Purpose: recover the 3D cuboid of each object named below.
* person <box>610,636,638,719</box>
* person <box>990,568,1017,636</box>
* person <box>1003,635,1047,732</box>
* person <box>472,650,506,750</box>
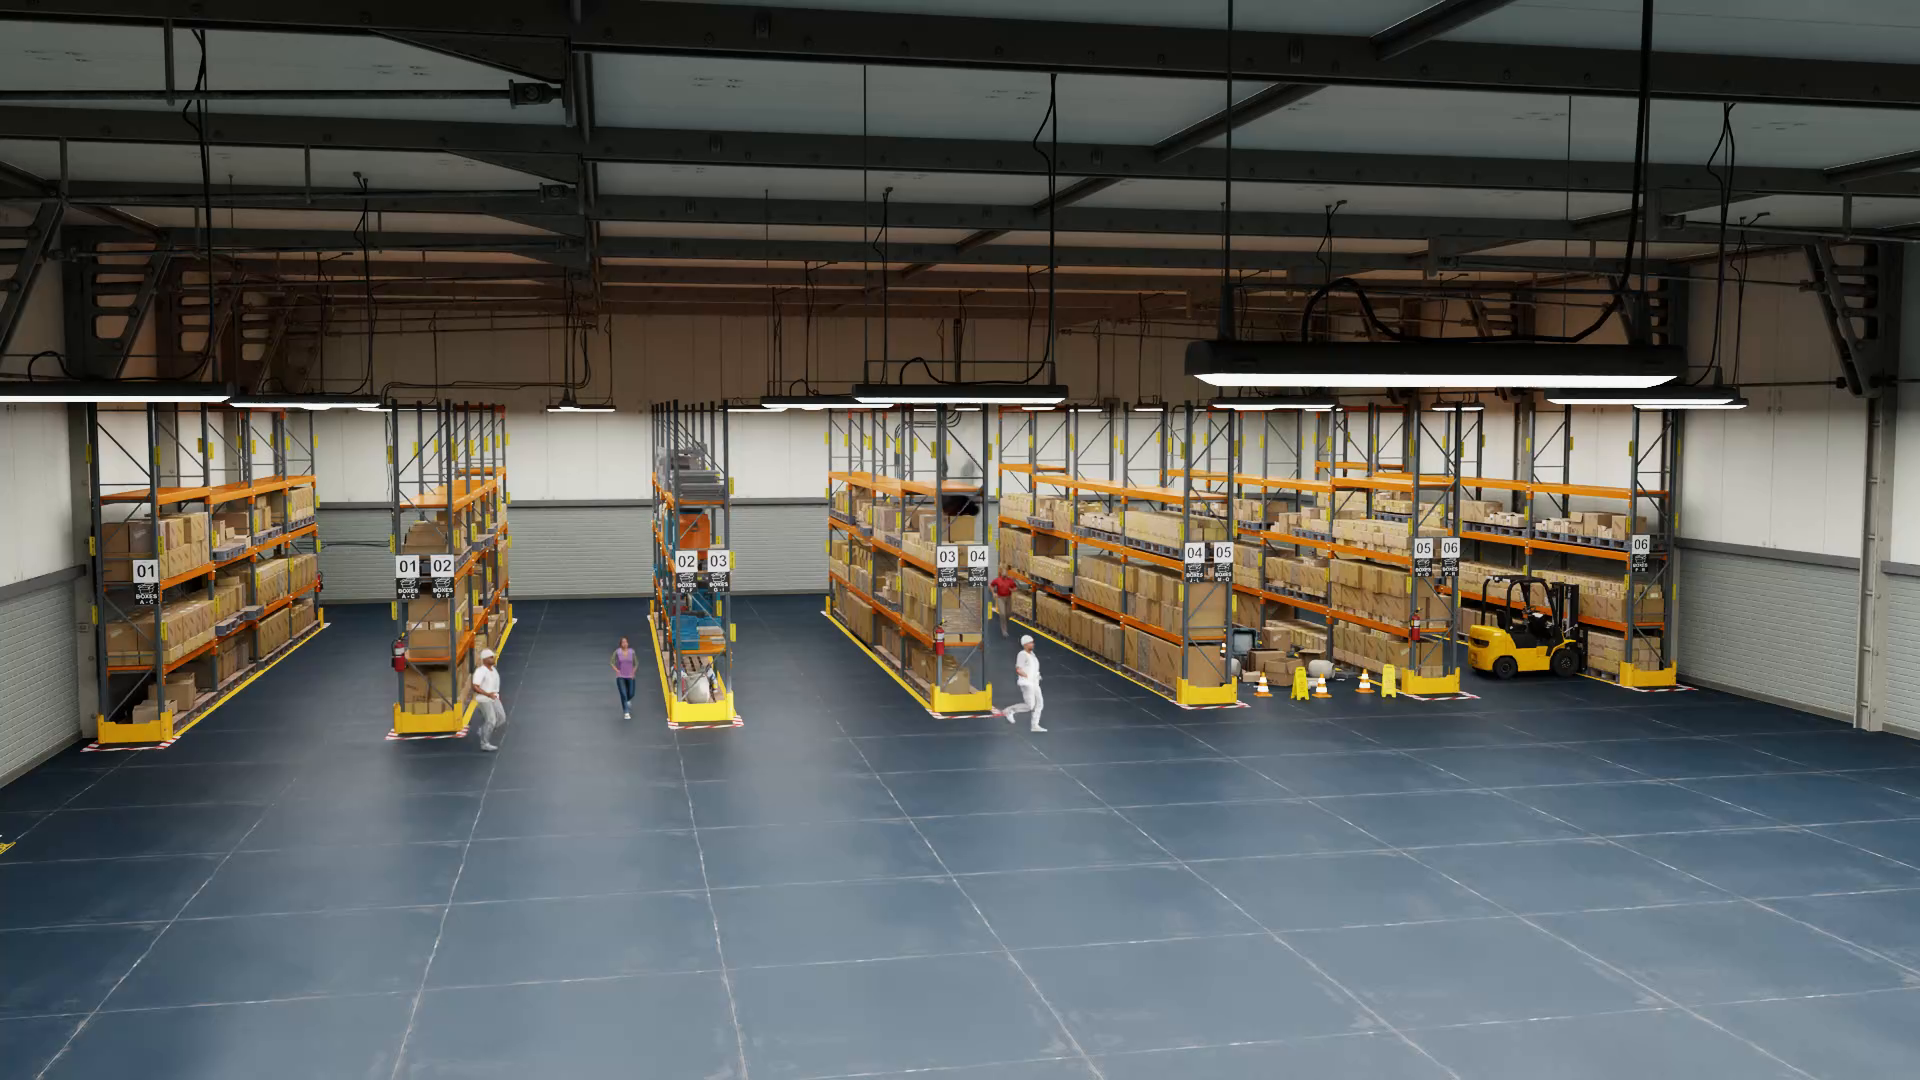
[{"bbox_3d":[-6.329,2.581,31.355,0.532,1.546,0.559,-1,5,-18],"label":"person"},{"bbox_3d":[1.155,1.587,43.181,0.662,1.716,0.968,-1,4,-15],"label":"person"},{"bbox_3d":[1.195,2.588,30.036,0.803,1.752,0.692,2,5,22],"label":"person"},{"bbox_3d":[-8.021,2.722,28.299,0.578,1.727,0.717,1,4,15],"label":"person"}]
